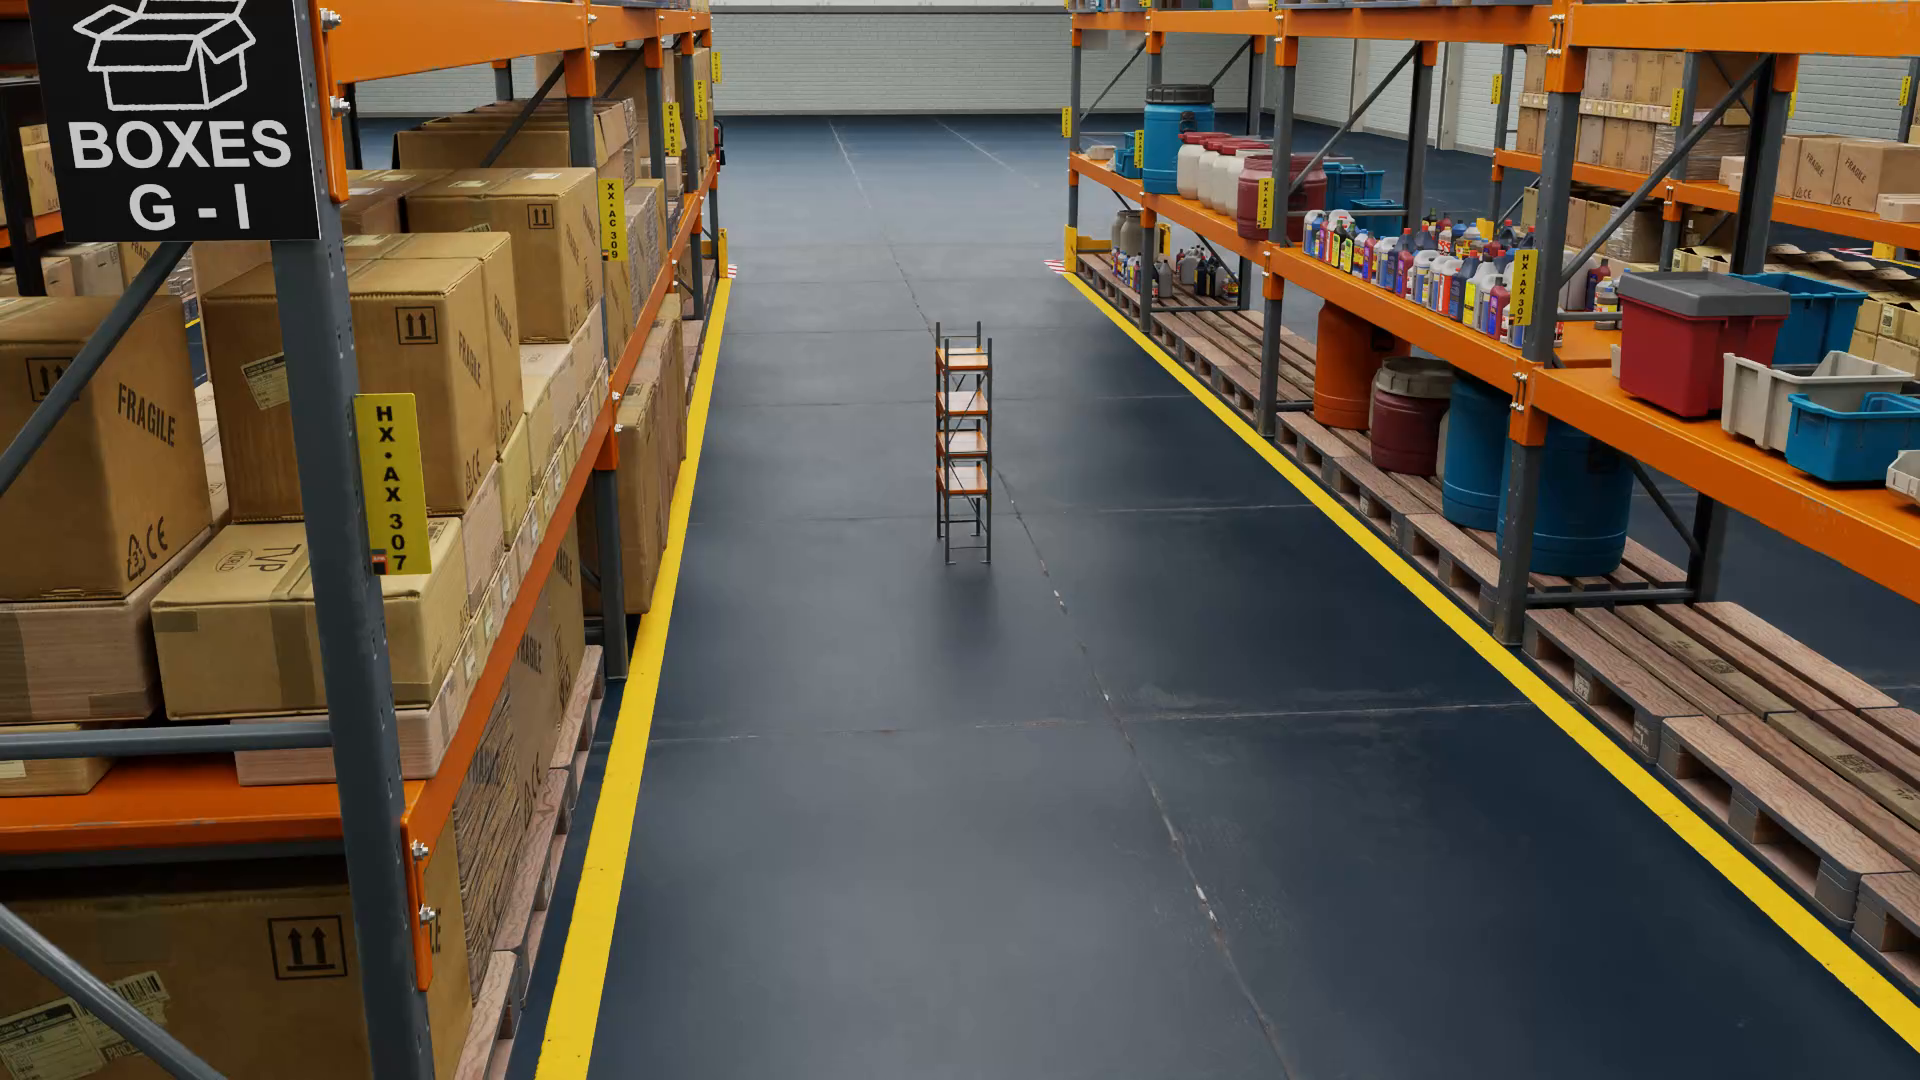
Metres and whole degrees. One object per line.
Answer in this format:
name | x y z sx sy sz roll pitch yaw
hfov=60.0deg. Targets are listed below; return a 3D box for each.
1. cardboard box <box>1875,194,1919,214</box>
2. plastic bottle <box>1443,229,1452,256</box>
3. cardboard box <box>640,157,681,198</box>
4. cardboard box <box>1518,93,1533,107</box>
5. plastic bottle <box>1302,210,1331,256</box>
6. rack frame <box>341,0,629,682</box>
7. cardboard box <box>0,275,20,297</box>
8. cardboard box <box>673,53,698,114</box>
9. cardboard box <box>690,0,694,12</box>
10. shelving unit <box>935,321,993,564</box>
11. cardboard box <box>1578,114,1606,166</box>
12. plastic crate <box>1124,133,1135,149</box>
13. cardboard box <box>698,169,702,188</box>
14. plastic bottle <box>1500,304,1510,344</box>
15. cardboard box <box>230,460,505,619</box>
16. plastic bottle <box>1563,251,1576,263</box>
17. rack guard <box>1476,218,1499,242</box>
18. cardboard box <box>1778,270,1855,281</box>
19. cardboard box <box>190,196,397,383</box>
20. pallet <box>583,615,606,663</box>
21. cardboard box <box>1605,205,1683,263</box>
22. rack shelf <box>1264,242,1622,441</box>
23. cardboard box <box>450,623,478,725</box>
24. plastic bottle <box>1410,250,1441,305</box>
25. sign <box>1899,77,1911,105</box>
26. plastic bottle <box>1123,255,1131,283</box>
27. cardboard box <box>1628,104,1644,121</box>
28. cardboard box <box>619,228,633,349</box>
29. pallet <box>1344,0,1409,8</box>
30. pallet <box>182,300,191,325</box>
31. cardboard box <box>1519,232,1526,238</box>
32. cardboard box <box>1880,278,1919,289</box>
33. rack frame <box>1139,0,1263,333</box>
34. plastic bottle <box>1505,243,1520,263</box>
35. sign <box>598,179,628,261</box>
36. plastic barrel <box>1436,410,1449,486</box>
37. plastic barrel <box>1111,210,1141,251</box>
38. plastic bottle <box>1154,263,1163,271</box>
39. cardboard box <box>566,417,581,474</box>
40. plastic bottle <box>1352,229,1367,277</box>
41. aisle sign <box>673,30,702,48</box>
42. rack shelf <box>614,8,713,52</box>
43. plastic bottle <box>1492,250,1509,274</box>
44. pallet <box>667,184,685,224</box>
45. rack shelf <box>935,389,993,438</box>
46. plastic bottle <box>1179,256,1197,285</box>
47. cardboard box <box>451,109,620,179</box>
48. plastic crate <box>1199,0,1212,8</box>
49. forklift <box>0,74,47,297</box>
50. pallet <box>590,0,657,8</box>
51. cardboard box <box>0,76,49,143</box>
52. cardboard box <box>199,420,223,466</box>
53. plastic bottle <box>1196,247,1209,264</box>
cardboard box | 7.304 -2.575 12.790 0.380 0.149 0.250 0 17 -2
plastic bottle | 3.057 -1.830 10.329 0.097 0.201 0.097 0 17 0
cardboard box | -2.307 -2.647 12.149 0.500 0.250 0.500 -2 18 -7
cardboard box | 6.492 -4.934 18.634 0.380 0.149 0.250 -2 18 -6
plastic bottle | 2.287 -1.967 10.640 0.152 0.276 0.135 -2 18 -6
rack frame | -1.950 -0.820 6.781 1.000 3.000 0.127 -2 18 -6
cardboard box | -7.374 -1.460 11.875 1.050 0.750 0.750 -2 17 -5
cardboard box | -2.569 -4.012 14.615 0.500 0.500 0.500 -2 18 -6
cardboard box | -2.567 -4.705 14.398 0.500 0.250 0.500 -2 18 -8
shelving unit | 0.017 -0.523 8.840 0.258 1.200 0.503 -2 18 -6
cardboard box | 6.864 -4.147 17.212 0.700 0.500 0.500 -1 17 -4
plastic crate | 2.088 -4.337 18.233 0.499 0.251 0.616 -2 18 -6
cardboard box | -2.511 -3.232 14.882 0.380 0.149 0.250 -2 18 -6
plastic bottle | 2.575 -1.019 7.747 0.097 0.201 0.097 0 17 0
cardboard box | -1.379 -0.005 3.937 0.500 0.250 0.500 -2 18 -6
plastic bottle | 3.188 -1.408 8.862 0.152 0.276 0.135 -2 18 -6
rack guard | 6.663 -3.515 19.537 1.175 0.500 0.348 -2 18 -6
cardboard box | 7.033 -2.076 13.733 0.500 0.311 0.500 -1 17 -4
cardboard box | -2.054 -0.796 5.205 0.500 0.500 0.500 -2 18 -7
pallet | -2.105 0.283 7.923 1.003 0.211 1.213 -2 18 -6
cardboard box | 6.773 -3.035 16.475 0.500 0.500 0.500 -2 18 -6
rack shelf | 2.770 -1.226 9.274 1.077 0.370 4.000 -2 18 -6
cardboard box | -1.274 0.299 3.635 0.380 0.149 0.250 -2 18 -6
plastic bottle | 2.487 -1.389 8.802 0.152 0.276 0.135 -2 18 -6
sign | 11.053 -5.250 19.448 0.100 0.325 0.005 -2 18 -6
plastic bottle | 1.682 -2.714 16.635 0.097 0.271 0.097 0 17 0
cardboard box | 6.756 -4.170 16.201 0.380 0.149 0.250 -2 18 -6
cardboard box | -1.802 -1.162 7.704 0.500 0.500 0.500 -2 18 -6
pallet | 2.678 -2.882 8.657 1.003 0.211 1.213 -2 18 -6
pallet | -7.720 -1.979 15.128 1.003 0.211 1.213 -2 18 -6
cardboard box | 6.555 -3.273 18.484 0.500 0.250 0.500 -2 18 -6
cardboard box | 7.616 -1.946 13.321 0.500 0.311 0.500 -2 18 -7
rack frame | 2.151 -3.356 14.860 1.000 3.000 0.127 -2 18 -6
plastic bottle | 3.040 -1.495 9.146 0.097 0.271 0.097 0 17 0
sign | -1.398 -1.288 6.695 0.100 0.325 0.005 -2 18 -6
plastic barrel | 2.895 -0.531 9.312 0.421 0.512 0.421 0 17 0
plastic barrel | 1.883 -3.368 18.349 0.421 0.512 0.421 0 17 0
plastic bottle | 1.923 -2.519 16.006 0.152 0.276 0.135 -2 18 -6
cardboard box | -1.486 -0.313 5.585 0.380 0.149 0.250 -1 17 -5
plastic bottle | 2.357 -1.683 9.744 0.097 0.271 0.097 0 17 0
aisle sign | -2.896 -5.663 17.868 0.394 0.787 0.004 -2 18 -6
rack shelf | -2.982 -4.887 15.929 1.077 0.370 4.000 -2 18 -6
plastic bottle | 2.680 -1.273 8.305 0.144 0.351 0.185 -2 18 -6
pallet | -2.608 -2.509 12.480 1.003 0.211 1.213 -2 18 -6
rack shelf | 0.017 -0.672 8.793 0.258 0.148 0.480 -2 18 -6
plastic bottle | 2.273 -2.691 16.553 0.152 0.276 0.135 -2 18 -6
cardboard box | -2.163 -1.926 8.462 0.797 0.503 0.637 -1 17 -4
plastic crate | 2.259 -5.165 15.967 0.336 0.188 0.450 -2 18 -6
forklift | -4.390 -0.903 7.160 1.130 2.935 3.031 -2 18 -6
pallet | -2.125 -2.829 8.489 1.003 0.211 1.213 -1 17 -3
cardboard box | -7.662 -3.457 13.345 0.700 0.500 0.500 -2 18 -7
cardboard box | -1.956 -0.137 4.361 0.500 0.250 0.500 -2 18 -8
plastic bottle | 2.417 -2.739 16.580 0.144 0.351 0.185 -2 18 -6
